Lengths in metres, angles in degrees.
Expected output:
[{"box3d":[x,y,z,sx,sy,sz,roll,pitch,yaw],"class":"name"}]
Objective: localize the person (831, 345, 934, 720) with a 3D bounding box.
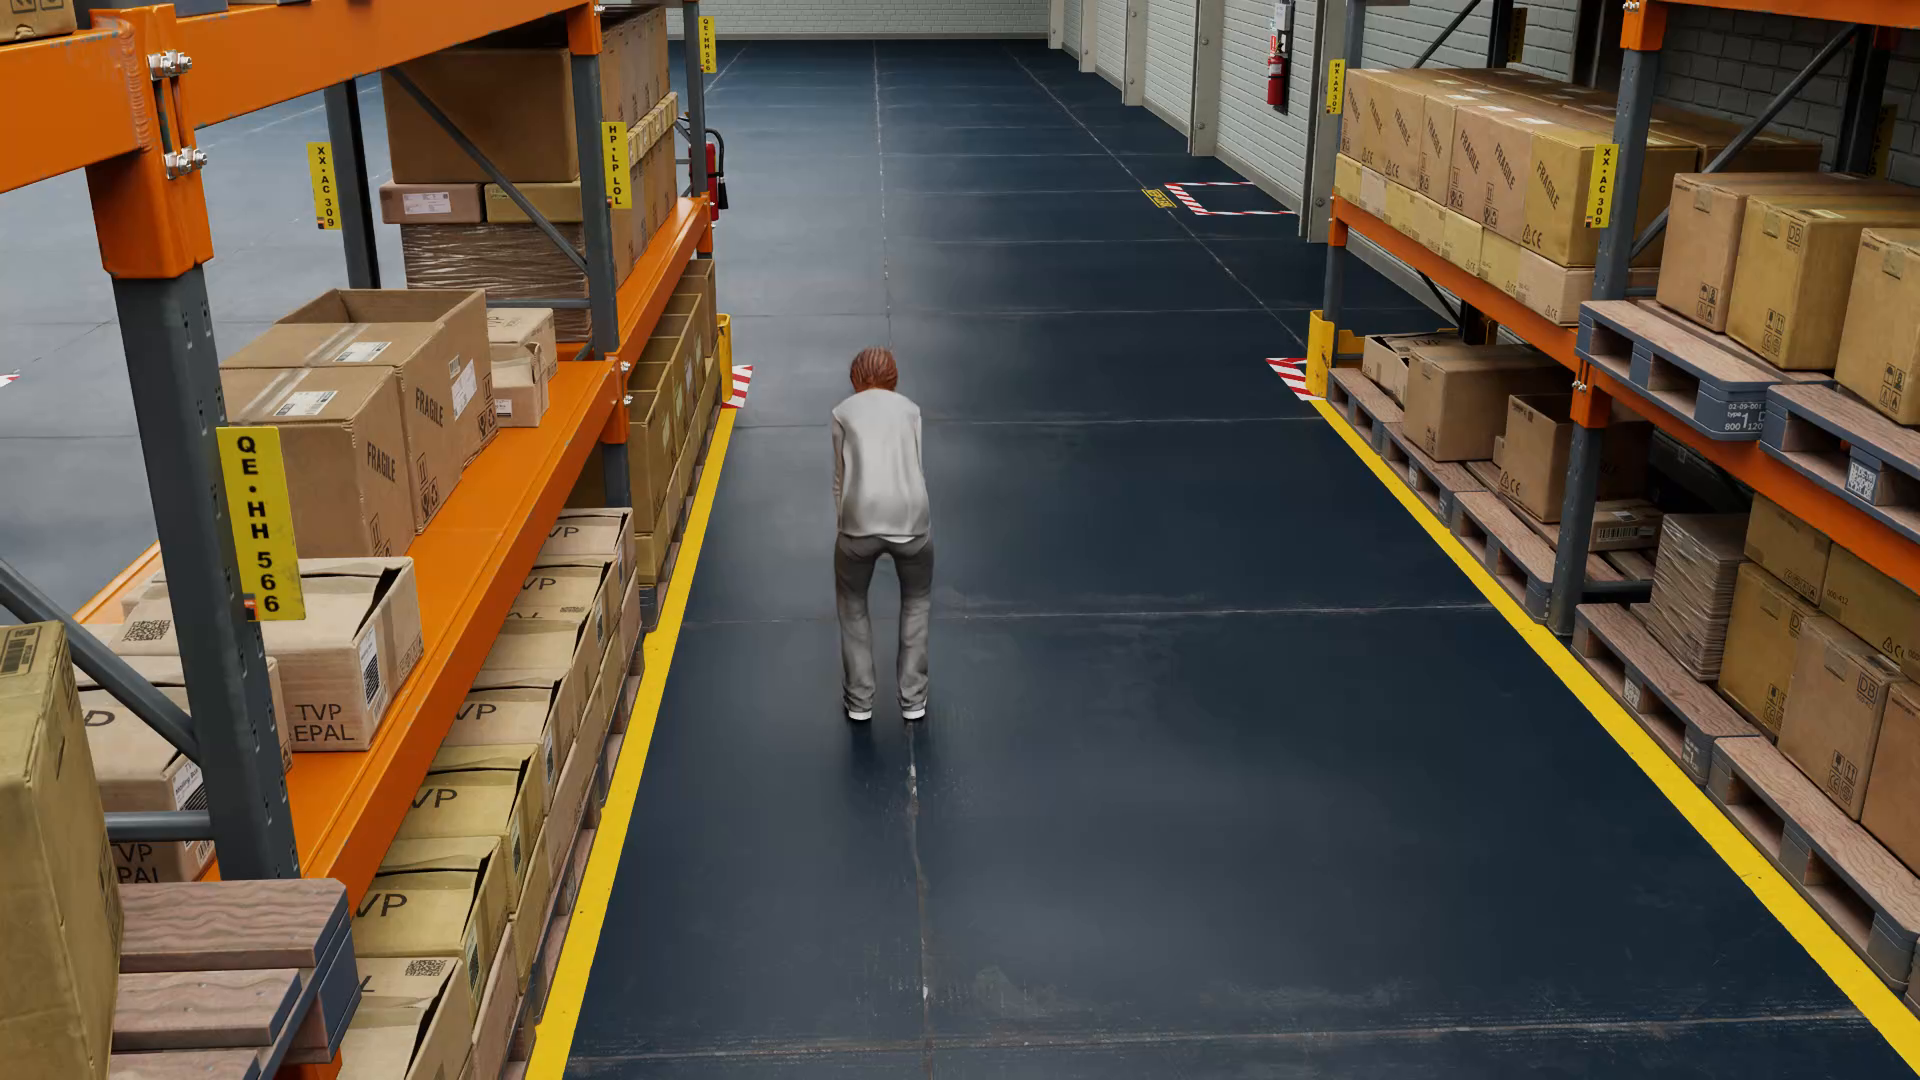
[{"box3d":[-0.304,-0.016,6.480,0.381,1.359,0.728,-2,21,-5],"class":"person"}]
